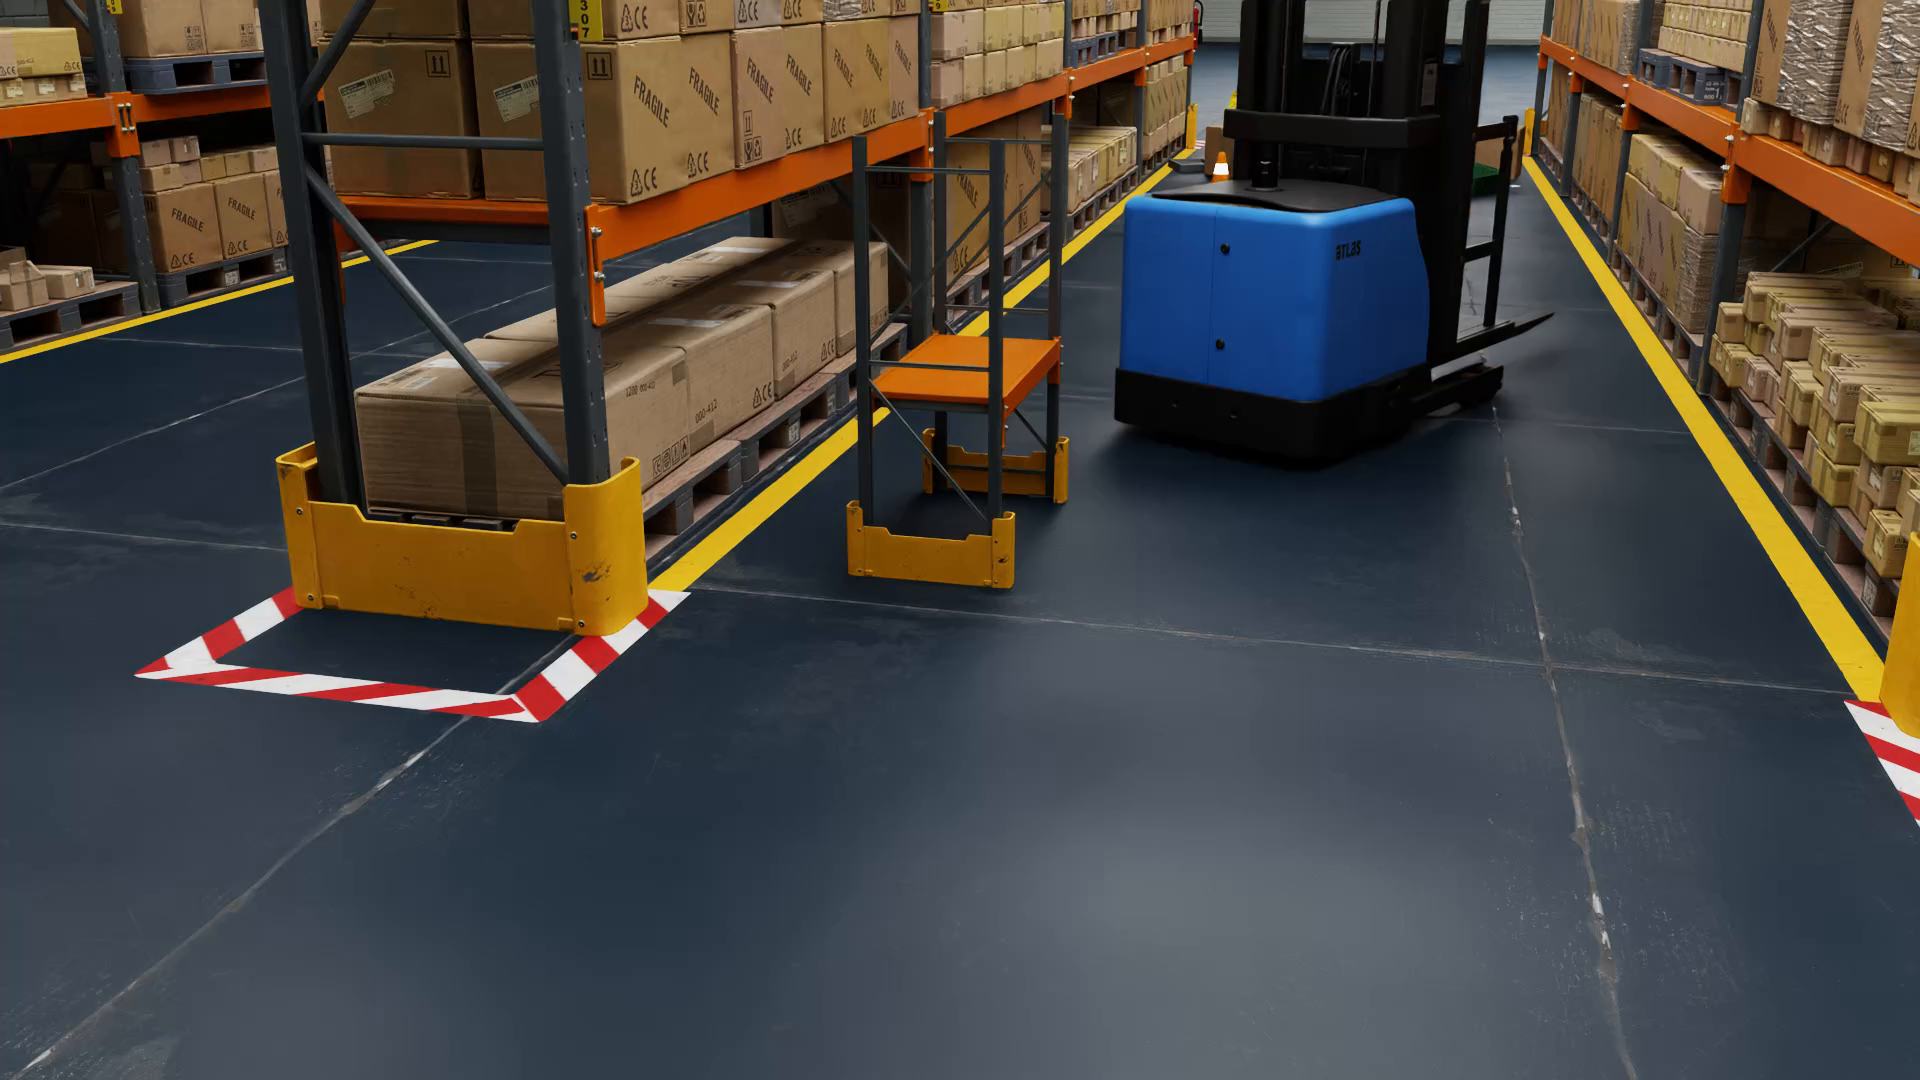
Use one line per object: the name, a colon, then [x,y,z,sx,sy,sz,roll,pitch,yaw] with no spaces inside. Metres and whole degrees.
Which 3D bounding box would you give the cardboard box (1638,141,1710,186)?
cardboard box: [4.625,-2.377,10.564,0.500,0.250,0.500,4,19,13]

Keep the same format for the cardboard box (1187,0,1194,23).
cardboard box: [2.416,-6.225,19.158,0.500,0.500,0.500,4,19,12]

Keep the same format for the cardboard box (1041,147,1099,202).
cardboard box: [0.647,-3.085,13.995,0.950,0.372,0.625,4,19,12]

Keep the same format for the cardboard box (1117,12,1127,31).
cardboard box: [1.278,-4.627,14.833,0.380,0.149,0.250,5,19,14]

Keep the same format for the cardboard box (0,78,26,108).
cardboard box: [-5.380,-2.453,9.118,0.380,0.149,0.250,5,20,15]

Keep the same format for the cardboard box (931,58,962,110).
cardboard box: [-0.287,-2.514,9.140,0.500,0.250,0.500,4,19,12]

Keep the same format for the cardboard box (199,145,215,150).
cardboard box: [-5.388,-2.644,11.502,0.380,0.149,0.250,5,20,15]

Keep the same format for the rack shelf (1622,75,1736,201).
rack shelf: [4.663,-2.395,9.672,1.077,0.370,4.000,5,19,13]

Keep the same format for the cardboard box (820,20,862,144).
cardboard box: [-0.745,-2.029,7.334,0.500,0.500,0.500,4,19,13]

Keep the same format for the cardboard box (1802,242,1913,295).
cardboard box: [4.612,-1.335,8.674,0.500,0.500,0.500,5,20,16]

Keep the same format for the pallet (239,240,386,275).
pallet: [-5.006,-2.181,12.246,1.003,0.211,1.213,5,19,13]

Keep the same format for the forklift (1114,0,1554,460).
forklift: [2.043,-2.132,7.894,1.130,2.935,3.031,15,24,38]

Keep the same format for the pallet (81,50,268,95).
pallet: [-5.163,-3.010,10.656,1.003,0.211,1.213,5,19,13]

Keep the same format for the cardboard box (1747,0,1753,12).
cardboard box: [4.148,-2.696,8.258,0.380,0.149,0.250,4,19,12]

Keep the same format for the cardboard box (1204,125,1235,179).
cardboard box: [2.886,-4.022,17.186,0.500,0.500,0.500,-13,23,-34]

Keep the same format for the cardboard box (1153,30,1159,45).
cardboard box: [1.833,-5.174,17.083,0.380,0.149,0.250,5,20,15]

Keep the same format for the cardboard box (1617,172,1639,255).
cardboard box: [4.732,-2.177,11.137,0.500,0.500,0.500,4,19,11]

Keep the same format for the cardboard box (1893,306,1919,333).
cardboard box: [4.123,-0.871,6.937,0.380,0.149,0.250,5,20,15]

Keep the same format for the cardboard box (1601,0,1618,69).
cardboard box: [5.247,-3.885,12.767,0.500,0.500,0.500,4,19,12]

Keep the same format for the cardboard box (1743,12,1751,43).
cardboard box: [4.143,-2.552,8.298,0.380,0.149,0.250,5,19,14]

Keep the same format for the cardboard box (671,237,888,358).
cardboard box: [-0.908,-1.266,8.568,0.875,0.438,0.875,4,19,13]

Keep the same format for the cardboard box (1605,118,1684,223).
cardboard box: [5.388,-2.680,12.225,1.050,0.750,0.750,4,19,13]

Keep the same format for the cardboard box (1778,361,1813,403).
cardboard box: [3.494,-0.602,6.611,0.380,0.149,0.250,5,19,13]

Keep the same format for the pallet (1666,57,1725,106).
pallet: [4.708,-2.648,9.596,1.003,0.211,1.213,5,19,13]

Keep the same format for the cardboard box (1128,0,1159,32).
cardboard box: [1.682,-5.279,16.389,0.500,0.500,0.500,5,19,13]

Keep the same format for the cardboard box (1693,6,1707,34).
cardboard box: [4.526,-3.044,9.737,0.380,0.149,0.250,4,19,13]

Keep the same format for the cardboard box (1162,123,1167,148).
cardboard box: [1.957,-4.371,17.949,0.500,0.250,0.500,4,19,13]

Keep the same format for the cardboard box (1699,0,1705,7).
cardboard box: [4.531,-3.182,9.682,0.380,0.149,0.250,5,20,15]

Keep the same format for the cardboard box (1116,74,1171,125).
cardboard box: [1.958,-4.723,17.817,0.500,0.500,0.500,6,20,16]

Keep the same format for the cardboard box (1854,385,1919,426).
cardboard box: [3.263,-0.414,5.599,0.380,0.149,0.250,4,19,11]

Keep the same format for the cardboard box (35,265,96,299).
cardboard box: [-5.316,-1.511,9.731,0.380,0.149,0.250,4,19,12]

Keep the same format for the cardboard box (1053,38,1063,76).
cardboard box: [0.455,-3.472,11.943,0.500,0.250,0.500,4,19,11]

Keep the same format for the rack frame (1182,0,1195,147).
rack frame: [2.282,-6.229,19.784,1.000,3.000,0.127,5,19,13]

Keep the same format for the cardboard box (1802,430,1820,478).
cardboard box: [3.372,-0.298,6.181,0.380,0.149,0.250,5,19,14]

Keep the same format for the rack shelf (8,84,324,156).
rack shelf: [-4.976,-3.145,11.868,1.077,0.370,4.000,5,19,13]

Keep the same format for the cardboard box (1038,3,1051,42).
cardboard box: [0.333,-3.555,11.412,0.500,0.250,0.500,4,19,12]

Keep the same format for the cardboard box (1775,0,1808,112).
cardboard box: [3.695,-2.006,6.805,0.500,0.500,0.500,5,19,13]

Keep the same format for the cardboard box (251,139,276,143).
cardboard box: [-4.823,-2.774,11.883,0.380,0.149,0.250,5,19,14]

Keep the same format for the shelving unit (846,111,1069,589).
shelving unit: [0.019,-0.734,6.015,0.587,1.500,1.083,5,19,13]

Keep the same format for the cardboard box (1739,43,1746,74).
cardboard box: [4.142,-2.410,8.342,0.380,0.149,0.250,5,19,14]

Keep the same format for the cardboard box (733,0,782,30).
cardboard box: [-0.996,-2.187,6.249,0.500,0.500,0.500,5,19,13]

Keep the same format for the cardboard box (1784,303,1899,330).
cardboard box: [3.709,-0.900,7.022,0.380,0.149,0.250,4,19,12]

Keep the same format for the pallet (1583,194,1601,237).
pallet: [5.718,-2.665,13.664,1.003,0.211,1.213,5,19,13]

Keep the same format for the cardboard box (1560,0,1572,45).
cardboard box: [6.598,-5.312,16.867,0.875,0.550,0.500,5,19,13]

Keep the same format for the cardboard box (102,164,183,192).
cardboard box: [-5.119,-2.273,10.416,0.380,0.149,0.250,6,20,16]

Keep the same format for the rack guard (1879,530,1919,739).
rack guard: [3.216,0.304,4.524,1.175,0.500,0.348,5,19,13]

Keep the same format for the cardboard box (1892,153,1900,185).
cardboard box: [3.403,-1.257,5.617,0.380,0.149,0.250,4,19,11]

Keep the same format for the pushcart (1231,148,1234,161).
pushcart: [3.527,-3.570,16.056,1.648,0.377,0.936,-2,19,-6]

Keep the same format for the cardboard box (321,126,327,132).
cardboard box: [-4.991,-3.131,12.928,0.380,0.149,0.250,5,19,14]

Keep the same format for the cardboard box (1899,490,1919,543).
cardboard box: [3.049,-0.033,4.945,0.380,0.149,0.250,4,19,12]

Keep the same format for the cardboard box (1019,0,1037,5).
cardboard box: [0.209,-3.743,10.804,0.500,0.500,0.500,5,19,13]

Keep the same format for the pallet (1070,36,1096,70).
pallet: [0.398,-3.863,13.153,1.213,0.211,1.003,5,19,13]

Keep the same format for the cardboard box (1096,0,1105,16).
cardboard box: [0.905,-4.562,13.639,0.500,0.500,0.500,5,19,14]

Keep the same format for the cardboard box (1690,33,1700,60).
cardboard box: [4.525,-2.902,9.783,0.380,0.149,0.250,5,19,14]

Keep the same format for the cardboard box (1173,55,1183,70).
cardboard box: [2.314,-5.397,18.787,0.380,0.149,0.250,5,20,15]

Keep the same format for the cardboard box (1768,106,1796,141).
cardboard box: [3.797,-1.840,7.323,0.380,0.149,0.250,5,20,15]

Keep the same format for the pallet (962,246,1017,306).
pallet: [-0.239,-1.780,11.072,1.003,0.211,1.213,5,19,13]

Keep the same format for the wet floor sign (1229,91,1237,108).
wet floor sign: [3.366,-5.090,20.092,0.267,0.644,0.232,12,22,32]
